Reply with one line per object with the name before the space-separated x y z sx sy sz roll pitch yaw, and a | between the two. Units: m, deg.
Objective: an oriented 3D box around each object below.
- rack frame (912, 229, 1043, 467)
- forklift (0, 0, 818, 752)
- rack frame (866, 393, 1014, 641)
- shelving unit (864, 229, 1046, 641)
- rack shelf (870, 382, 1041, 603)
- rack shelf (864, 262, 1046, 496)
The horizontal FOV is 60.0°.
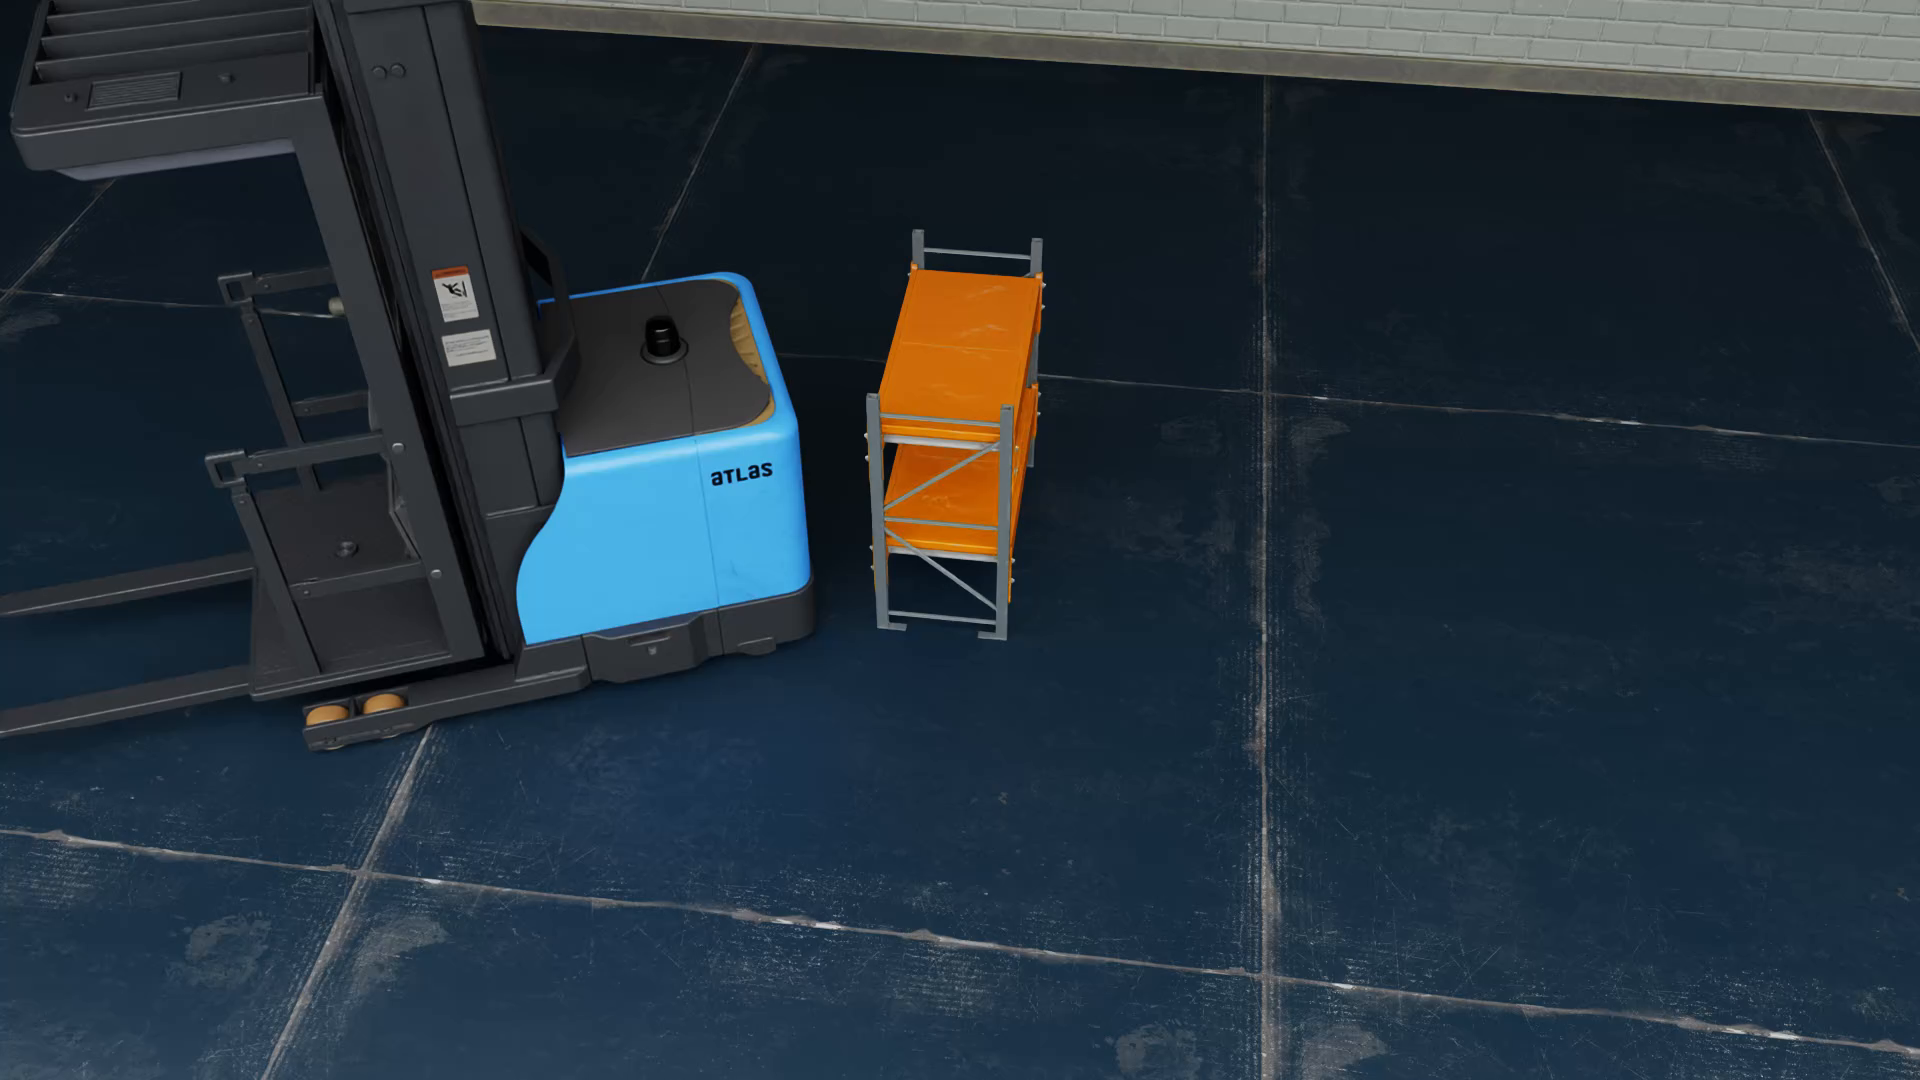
rack frame | 0.066 -0.750 6.724 0.500 1.125 0.032 5 44 6
forklift | -2.114 -0.719 5.378 3.031 2.935 1.130 -11 45 -11
rack frame | -0.068 -0.057 5.993 0.500 1.125 0.032 5 44 6
shelving unit | -0.001 -0.404 6.358 0.538 1.125 1.048 5 44 6
rack shelf | -0.001 -0.226 6.527 0.538 0.278 1.000 5 44 6
rack shelf | -0.001 -0.616 6.157 0.538 0.278 1.000 5 44 6
